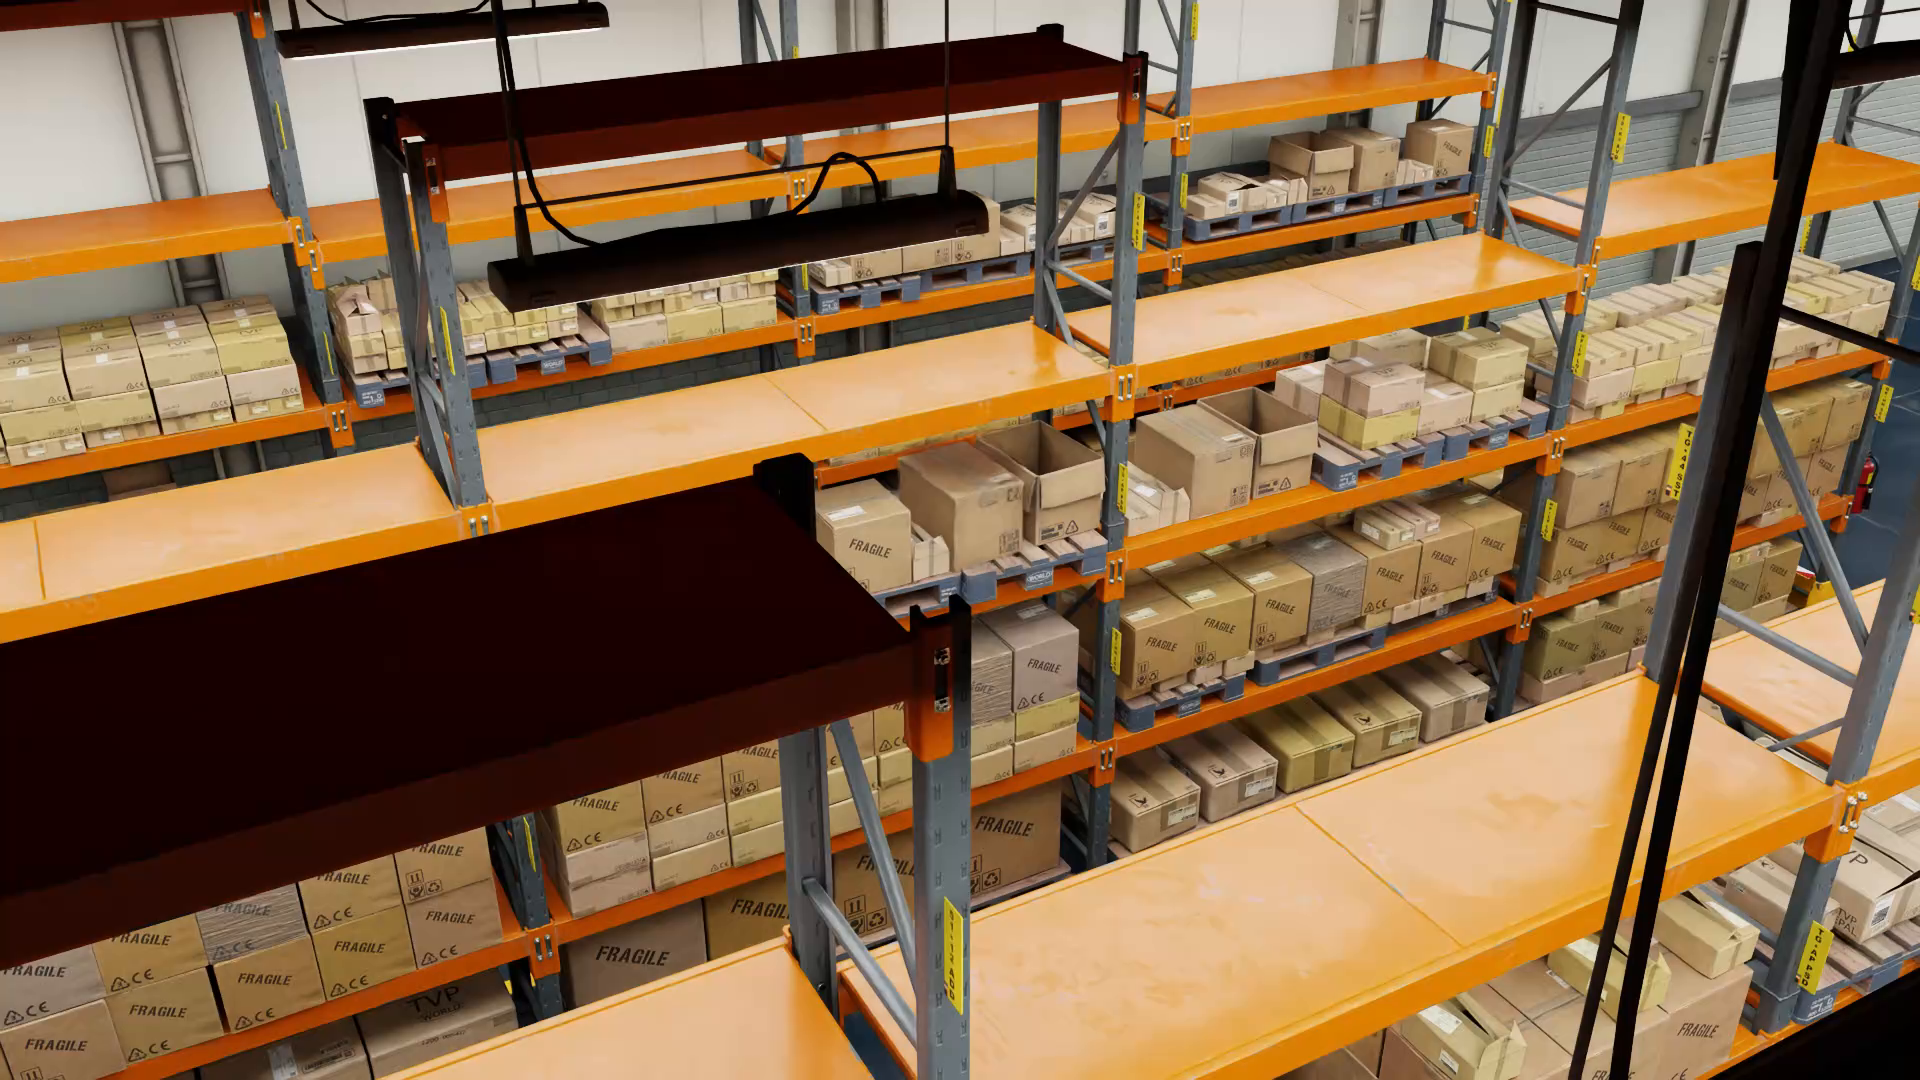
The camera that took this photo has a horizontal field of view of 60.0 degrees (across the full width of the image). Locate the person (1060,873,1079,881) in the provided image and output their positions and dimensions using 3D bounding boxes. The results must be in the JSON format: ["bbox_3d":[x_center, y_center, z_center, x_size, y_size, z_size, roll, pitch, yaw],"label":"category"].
[{"bbox_3d":[0.718,2.724,10.000,0.451,1.726,0.595,-17,32,-29],"label":"person"}]
